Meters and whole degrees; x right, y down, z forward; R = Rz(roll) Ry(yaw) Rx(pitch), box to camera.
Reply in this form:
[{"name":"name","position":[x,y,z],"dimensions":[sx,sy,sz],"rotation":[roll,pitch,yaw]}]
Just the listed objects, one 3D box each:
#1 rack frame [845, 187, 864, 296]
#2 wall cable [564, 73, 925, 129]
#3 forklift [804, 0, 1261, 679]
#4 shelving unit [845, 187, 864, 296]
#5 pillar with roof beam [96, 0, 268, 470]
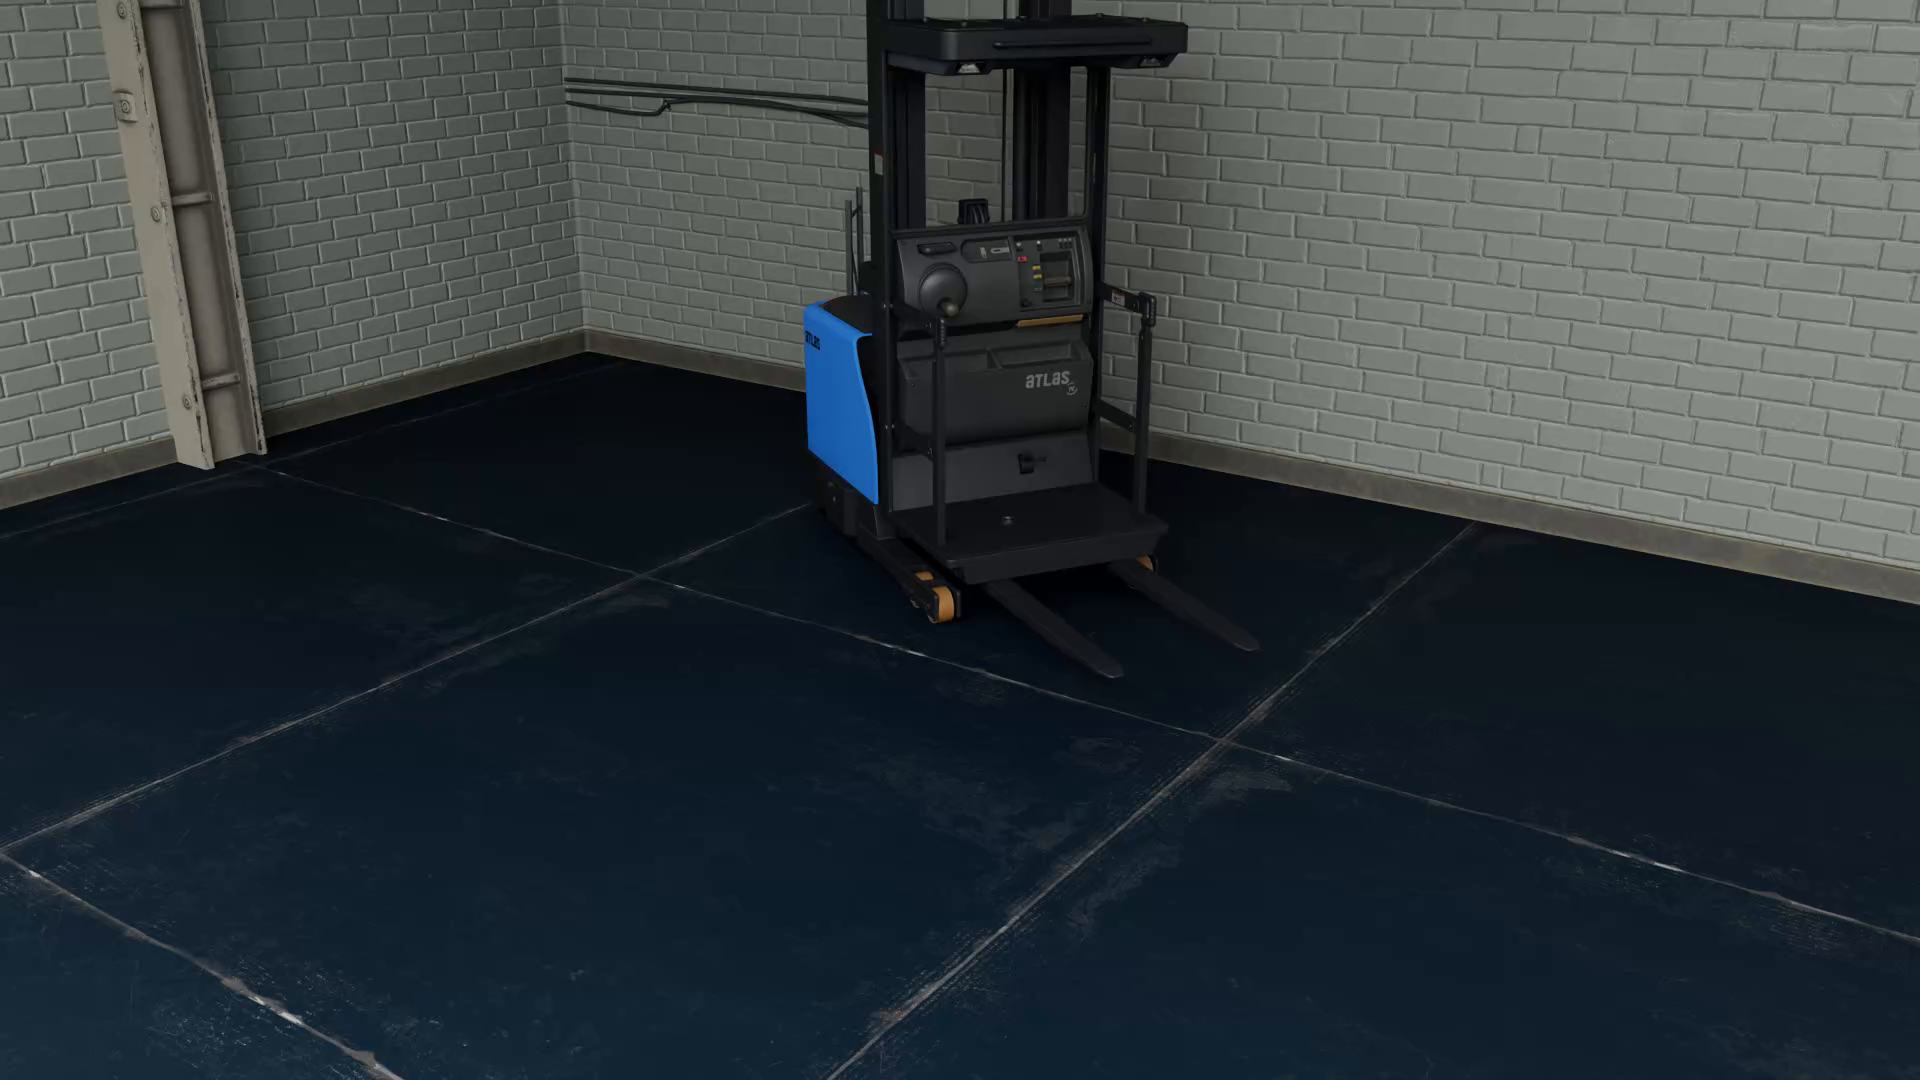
[{"name":"rack frame","position":[-0.577,-1.175,9.280],"dimensions":[0.032,1.500,0.500],"rotation":[1,20,4]},{"name":"wall cable","position":[-1.494,-3.831,10.127],"dimensions":[3.097,2.526,0.112],"rotation":[13,24,32]},{"name":"forklift","position":[0.253,-1.177,7.223],"dimensions":[1.130,2.935,3.031],"rotation":[-9,22,-22]},{"name":"shelving unit","position":[-0.069,-1.162,9.246],"dimensions":[1.048,1.500,0.538],"rotation":[1,20,4]},{"name":"pillar with roof beam","position":[-0.683,-3.860,5.730],"dimensions":[9.100,9.000,0.400],"rotation":[13,24,32]}]
